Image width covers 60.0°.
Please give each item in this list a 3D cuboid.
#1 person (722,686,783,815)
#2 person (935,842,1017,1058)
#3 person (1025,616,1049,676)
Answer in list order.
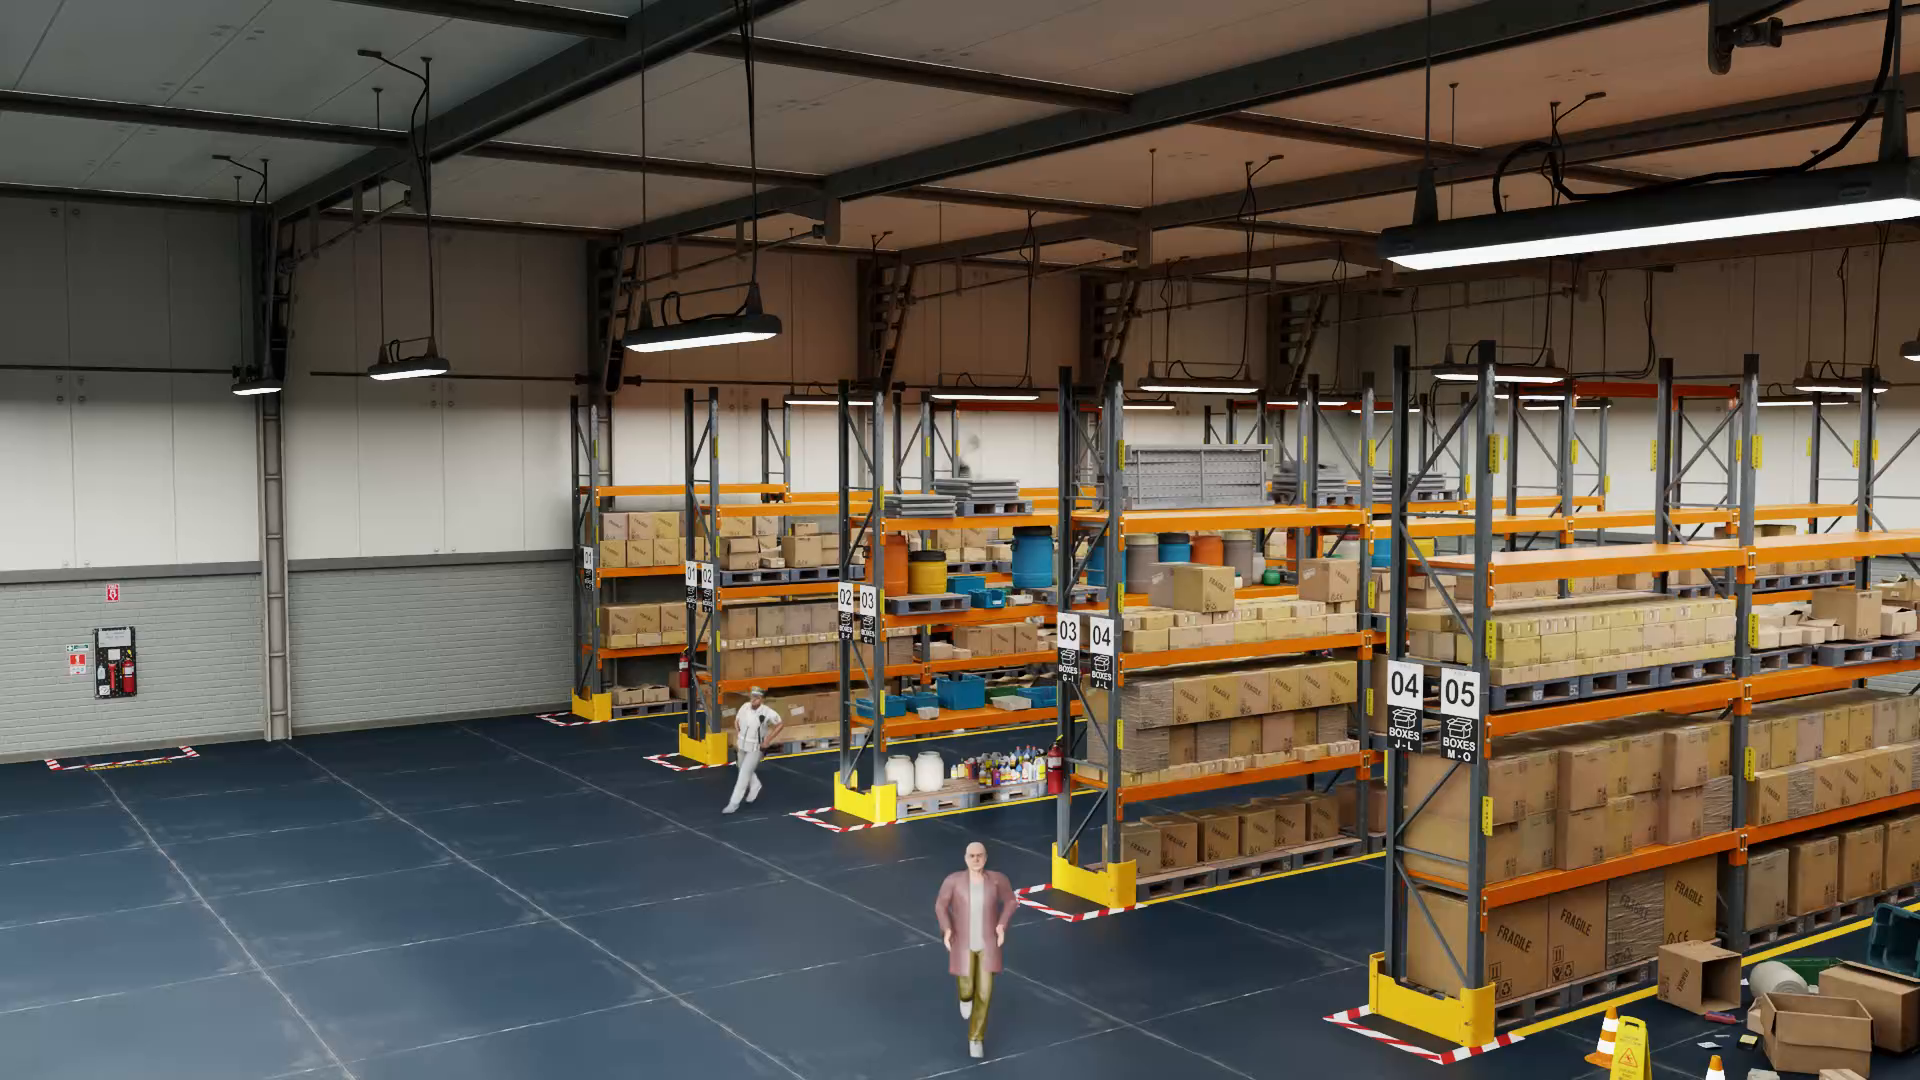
[{"bbox_3d":[-2.858,2.898,23.208,0.686,1.766,0.934,2,4,29],"label":"person"},{"bbox_3d":[0.140,3.448,14.228,0.710,1.751,0.782,0,3,-1],"label":"person"},{"bbox_3d":[1.527,2.042,33.612,0.714,1.808,0.546,-3,4,-39],"label":"person"}]
